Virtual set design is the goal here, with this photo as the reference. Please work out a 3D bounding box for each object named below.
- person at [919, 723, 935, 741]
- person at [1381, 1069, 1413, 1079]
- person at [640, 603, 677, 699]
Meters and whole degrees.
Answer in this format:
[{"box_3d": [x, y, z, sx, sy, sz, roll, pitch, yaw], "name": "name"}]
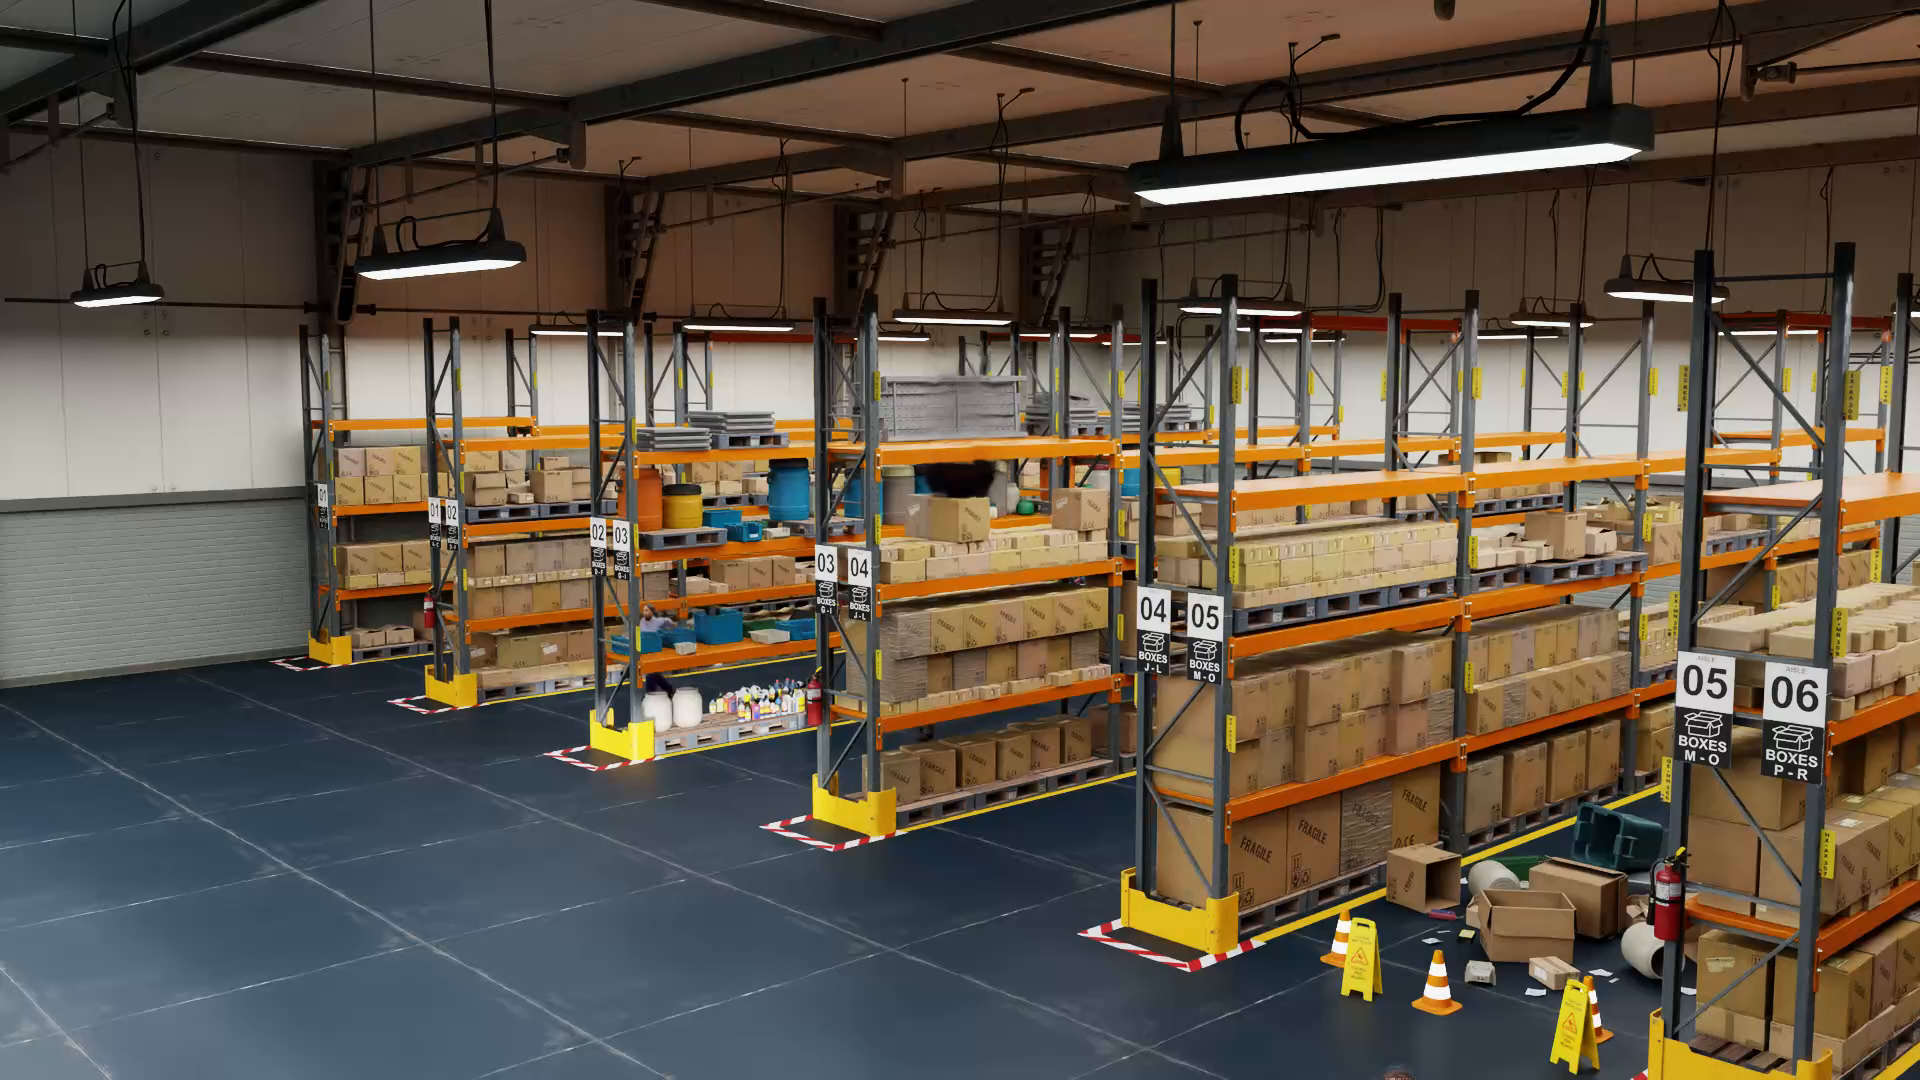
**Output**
[{"box_3d": [-0.489, 1.980, 23.296, 0.651, 1.693, 0.607, 4, 7, 36], "name": "person"}, {"box_3d": [2.297, 3.492, 8.646, 0.565, 1.660, 1.058, 2, 6, 18], "name": "person"}, {"box_3d": [-4.670, 1.801, 25.543, 0.609, 1.711, 0.879, 3, 7, 30], "name": "person"}]
